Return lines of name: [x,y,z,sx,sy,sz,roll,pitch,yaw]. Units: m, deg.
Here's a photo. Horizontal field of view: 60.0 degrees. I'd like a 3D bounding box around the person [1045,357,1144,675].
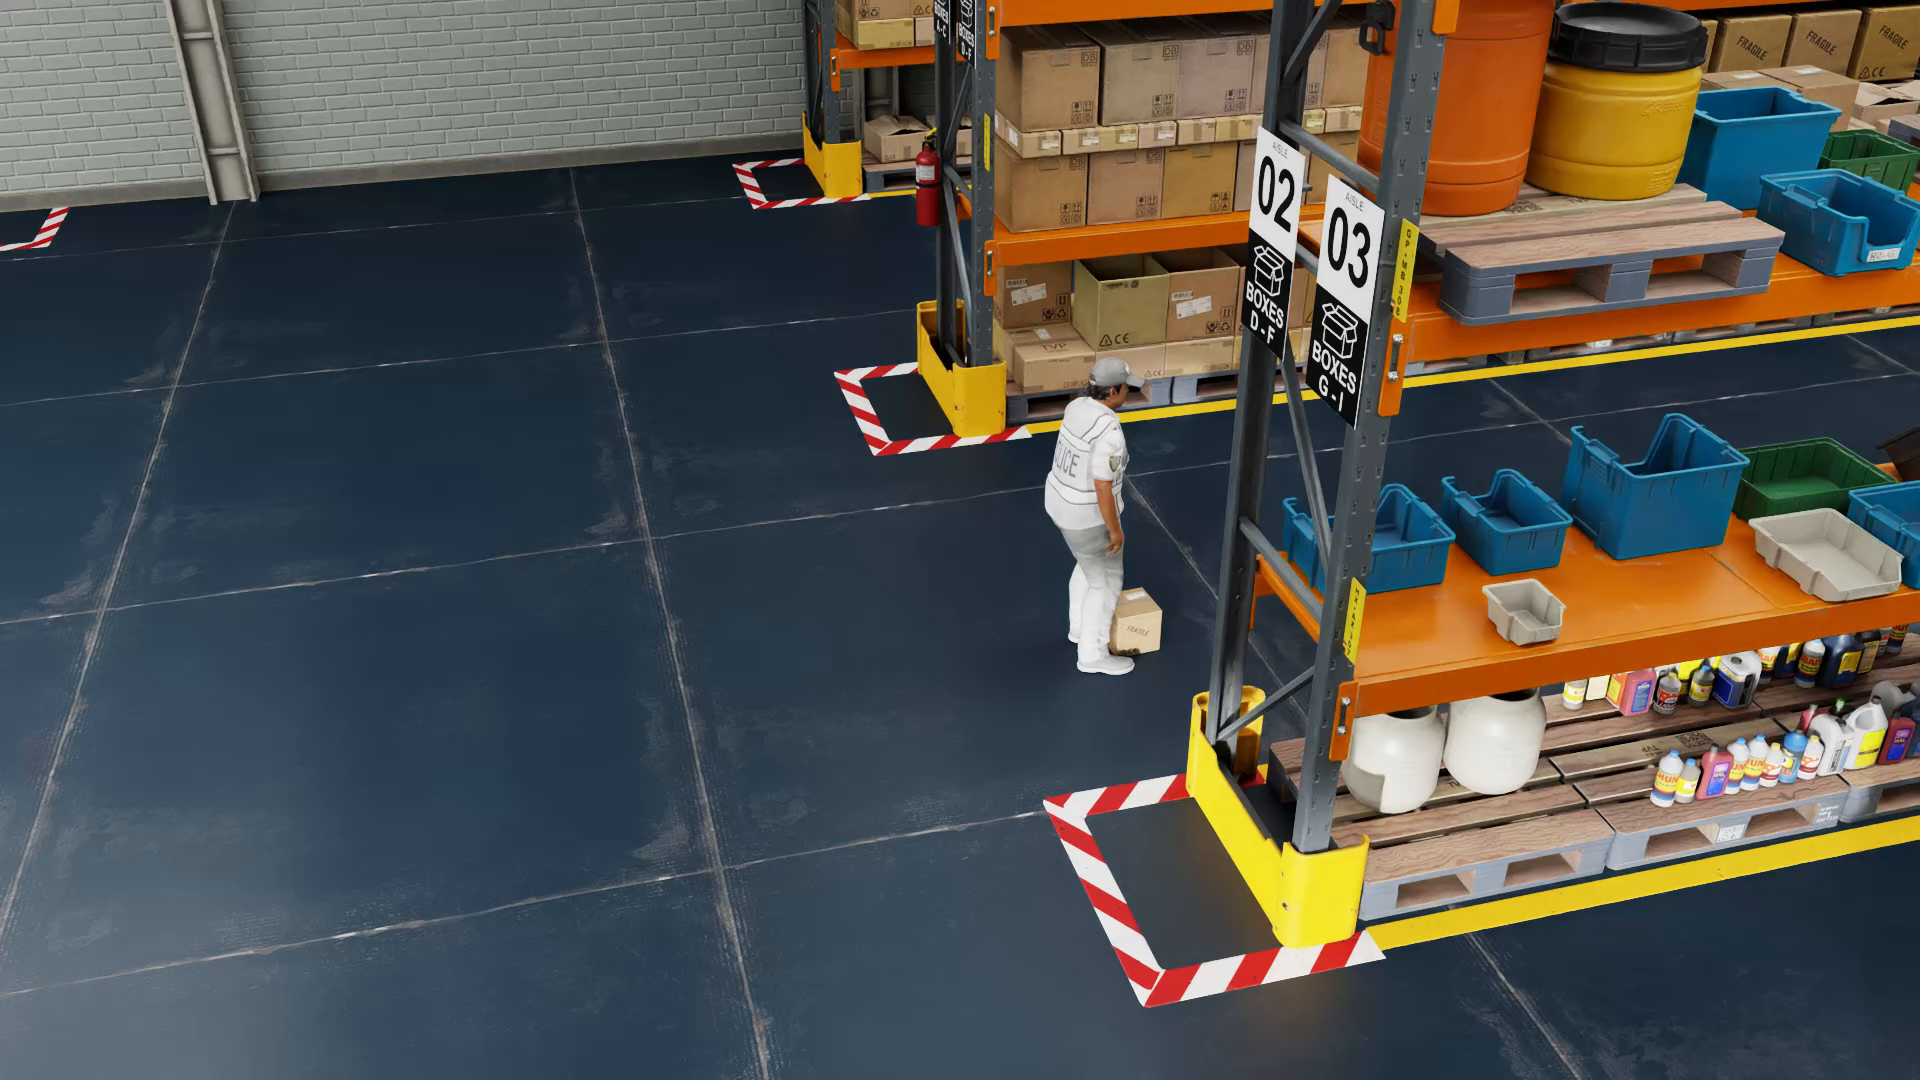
person: [0.692,-0.137,8.461,0.470,1.665,0.561,-10,32,-16]
